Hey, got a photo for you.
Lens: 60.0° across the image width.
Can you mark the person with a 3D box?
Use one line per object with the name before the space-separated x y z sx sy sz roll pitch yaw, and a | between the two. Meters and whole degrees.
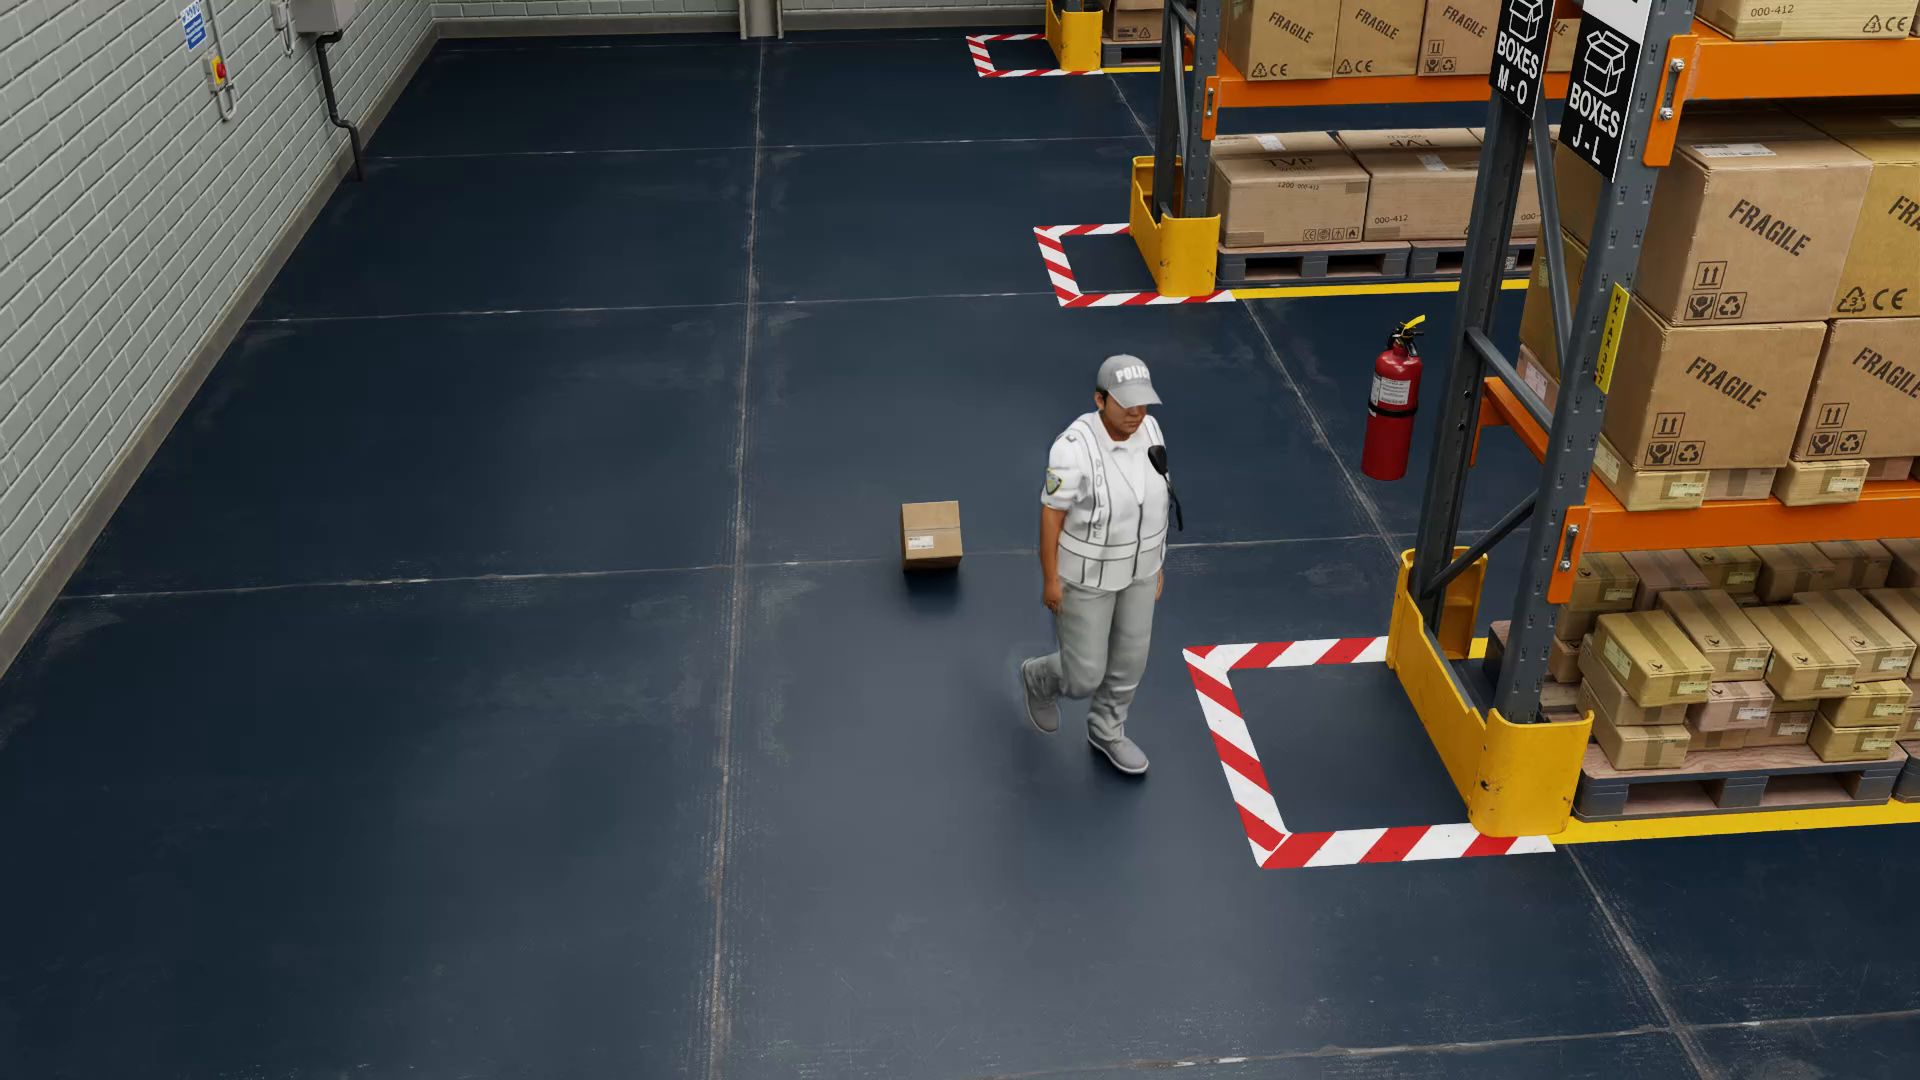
person | 0.486 0.077 5.963 0.488 1.650 0.538 -18 36 -27
